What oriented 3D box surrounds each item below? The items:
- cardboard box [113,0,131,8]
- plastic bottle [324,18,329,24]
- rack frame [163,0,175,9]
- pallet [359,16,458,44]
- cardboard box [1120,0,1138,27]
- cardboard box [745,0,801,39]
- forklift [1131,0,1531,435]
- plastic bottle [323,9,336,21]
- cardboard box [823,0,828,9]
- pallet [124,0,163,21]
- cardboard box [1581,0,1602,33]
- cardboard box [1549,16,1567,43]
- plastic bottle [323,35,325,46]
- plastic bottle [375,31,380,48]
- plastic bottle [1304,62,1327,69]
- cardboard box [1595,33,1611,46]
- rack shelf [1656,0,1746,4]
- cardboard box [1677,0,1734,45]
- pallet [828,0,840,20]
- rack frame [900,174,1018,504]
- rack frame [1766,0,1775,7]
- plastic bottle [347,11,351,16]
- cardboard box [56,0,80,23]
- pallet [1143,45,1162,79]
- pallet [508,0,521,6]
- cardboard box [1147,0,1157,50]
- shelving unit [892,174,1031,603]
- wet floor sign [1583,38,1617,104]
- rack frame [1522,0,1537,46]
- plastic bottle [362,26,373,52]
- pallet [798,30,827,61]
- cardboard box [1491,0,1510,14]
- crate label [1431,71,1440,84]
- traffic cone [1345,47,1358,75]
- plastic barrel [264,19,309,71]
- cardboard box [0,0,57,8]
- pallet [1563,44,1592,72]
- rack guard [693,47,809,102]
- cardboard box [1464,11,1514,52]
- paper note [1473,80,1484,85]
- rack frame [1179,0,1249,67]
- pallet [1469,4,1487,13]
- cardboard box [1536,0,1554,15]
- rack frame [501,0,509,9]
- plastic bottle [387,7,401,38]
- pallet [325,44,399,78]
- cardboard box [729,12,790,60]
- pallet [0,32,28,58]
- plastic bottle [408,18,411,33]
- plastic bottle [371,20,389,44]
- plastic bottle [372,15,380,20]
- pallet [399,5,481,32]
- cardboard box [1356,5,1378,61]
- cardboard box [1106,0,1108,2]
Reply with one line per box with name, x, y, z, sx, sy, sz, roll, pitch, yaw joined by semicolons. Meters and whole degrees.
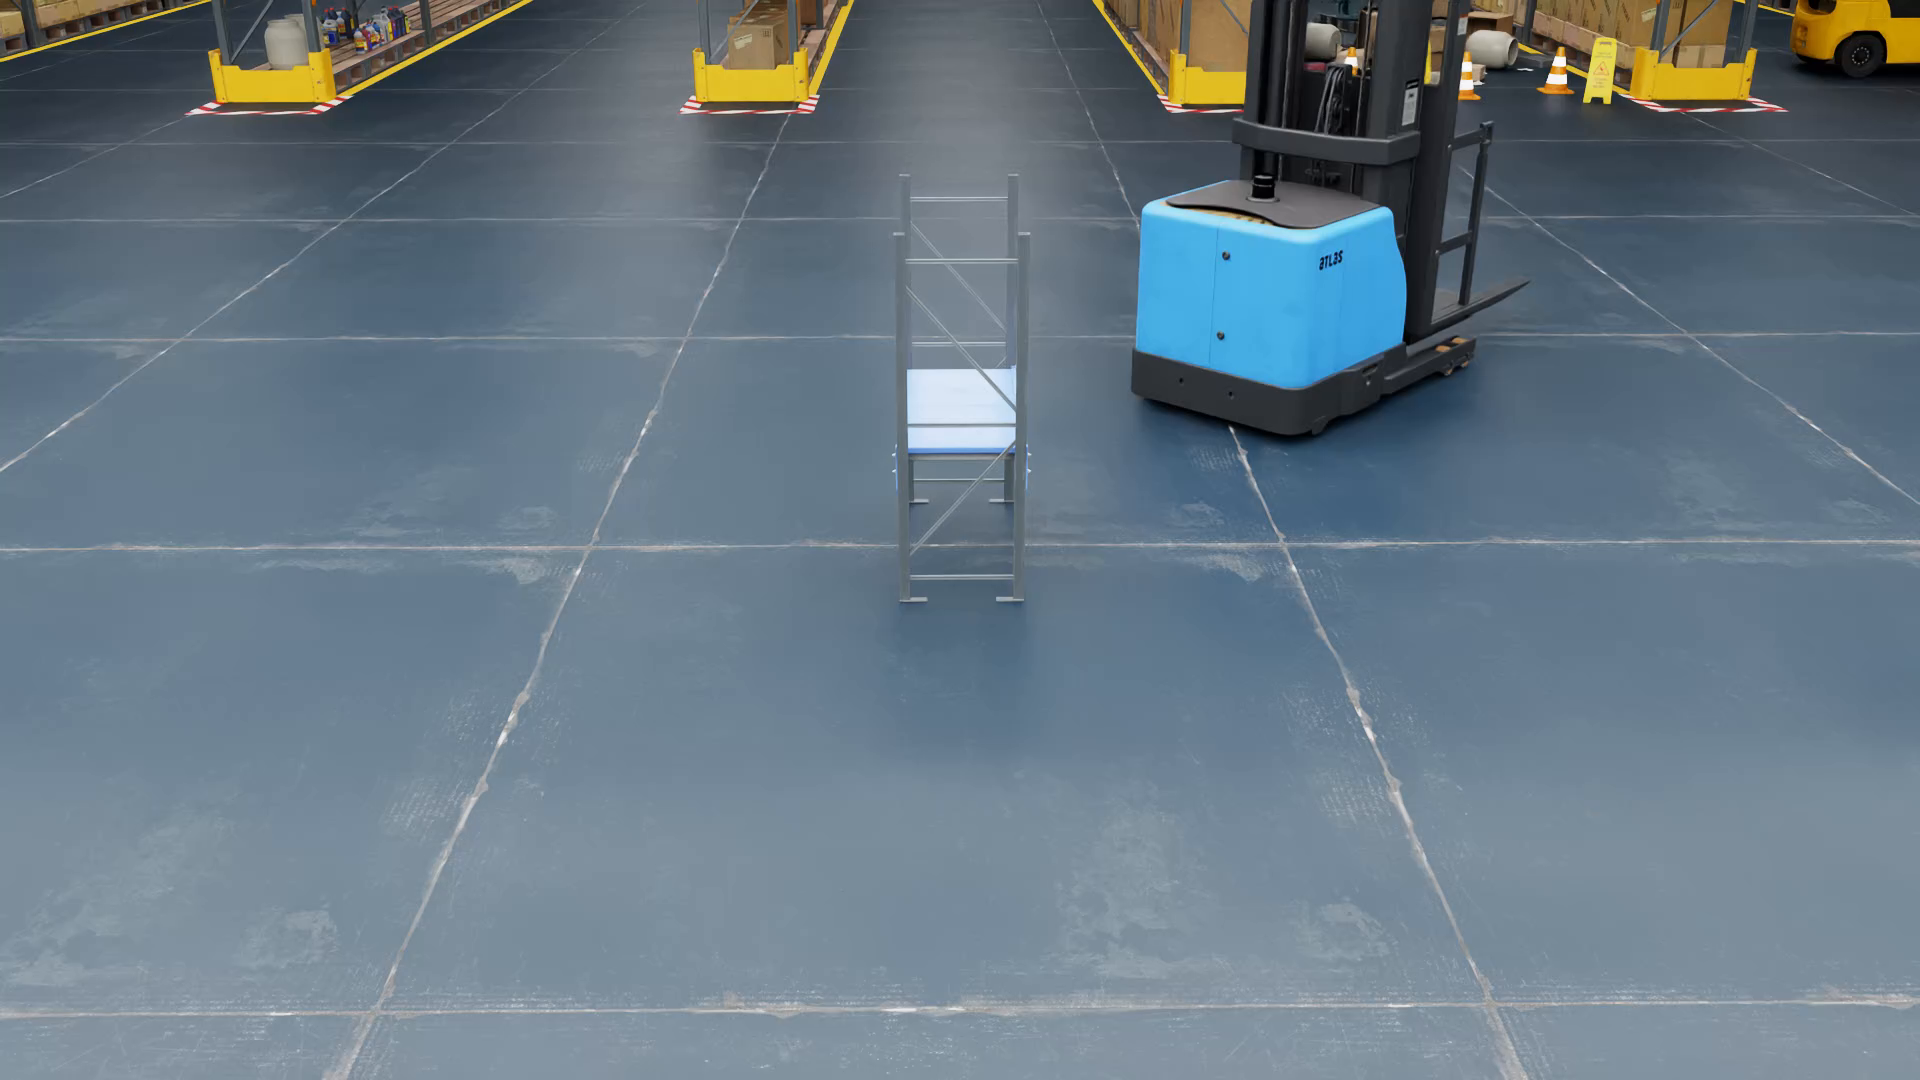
cardboard box;-11.915;-7.548;23.127;0.500;0.250;0.500;0;24;1
plastic bottle;-7.544;-6.102;19.879;0.097;0.271;0.097;0;24;0
rack frame;-12.176;-9.245;24.051;1.000;3.000;0.127;0;24;-1
pallet;-7.227;-6.670;21.742;1.003;0.211;1.213;0;24;-1
cardboard box;2.638;-7.042;21.401;1.050;0.750;0.750;0;24;-1
cardboard box;-2.248;-6.291;20.044;0.500;0.500;0.500;8;25;16
forklift;2.269;-2.378;8.950;1.130;2.935;3.031;20;31;38
plastic bottle;-7.583;-6.199;19.996;0.144;0.351;0.185;-1;24;-3
cardboard box;-2.211;-7.611;22.939;0.700;0.500;0.500;2;24;4
pallet;-12.206;-7.635;23.875;1.003;0.211;1.213;0;24;-1
cardboard box;7.449;-6.068;18.944;0.500;0.500;0.500;-1;24;-2
cardboard box;7.436;-6.159;20.054;0.500;0.250;0.500;1;24;2
plastic bottle;-7.446;-5.819;19.338;0.097;0.201;0.097;0;24;0
plastic bottle;-6.850;-5.867;19.443;0.097;0.201;0.097;0;24;0
plastic bottle;4.177;-5.546;19.438;0.283;0.061;0.133;-9;26;-19
cardboard box;7.451;-5.520;18.642;0.500;0.250;0.500;0;24;0
rack shelf;7.705;-6.532;18.927;1.077;0.370;4.000;0;24;-1
cardboard box;7.993;-5.660;18.041;0.500;0.500;0.500;-1;24;-2
pallet;-2.263;-7.696;24.009;1.003;0.211;1.213;0;24;-1
rack frame;-0.005;-0.858;7.326;0.500;1.500;0.032;0;24;-1
rack frame;12.603;-9.356;24.298;1.000;3.000;0.127;0;24;-1
plastic bottle;-7.477;-6.315;20.334;0.061;0.283;0.133;0;24;-1
cardboard box;-11.893;-6.913;21.723;0.500;0.250;0.500;0;24;1
pallet;2.681;-5.532;19.226;1.003;0.211;1.213;0;24;-1
pallet;-7.273;-8.320;25.390;1.003;0.211;1.213;0;24;-1
cardboard box;2.685;-6.213;19.416;0.875;0.875;0.875;0;24;0
shelving unit;0.001;-0.648;6.863;0.538;1.500;1.048;0;24;-1
wet floor sign;6.659;-4.880;17.258;0.267;0.644;0.232;8;26;18
rack frame;7.683;-7.684;20.600;1.000;3.000;0.127;0;24;-1
plastic bottle;-6.828;-5.774;19.139;0.061;0.283;0.133;0;24;0
pallet;-2.184;-6.093;20.465;1.003;0.211;1.213;0;24;-1
cardboard box;7.663;-7.191;22.188;0.950;0.372;0.625;1;24;3
crate label;5.255;-5.082;18.320;0.250;0.136;0.298;-14;28;-28
traffic cone;4.192;-5.042;17.836;0.336;0.463;0.334;0;24;-1
plastic barrel;-7.219;-5.298;17.833;0.421;0.512;0.421;0;24;0
cardboard box;-11.888;-6.962;21.150;0.500;0.311;0.500;0;24;0
pallet;7.742;-5.633;19.449;1.003;0.211;1.213;0;24;-1
rack guard;-2.184;-4.884;17.442;1.175;0.500;0.348;0;24;-1
cardboard box;6.334;-6.099;20.125;0.500;0.500;0.500;19;30;35
paper note;5.726;-5.064;18.409;0.148;0.019;0.142;-9;26;-19
rack frame;2.778;-5.972;16.815;1.000;3.000;0.127;0;24;-1
pallet;7.657;-7.239;22.999;1.003;0.211;1.213;0;24;-1
cardboard box;7.419;-6.720;20.386;0.500;0.500;0.500;1;24;2
rack frame;-7.223;-9.266;24.097;1.000;3.000;0.127;0;24;-1
plastic bottle;-6.882;-6.268;20.149;0.144;0.351;0.185;-1;24;-3
pallet;-7.197;-5.566;19.301;1.003;0.211;1.213;0;24;-1
cardboard box;-2.214;-5.548;18.400;0.500;0.500;0.500;6;25;13
pallet;-12.166;-5.998;20.257;1.003;0.211;1.213;0;24;-1
plastic bottle;-6.864;-6.395;20.611;0.097;0.201;0.097;0;24;0
plastic bottle;-6.881;-6.034;19.722;0.152;0.276;0.135;0;24;0
plastic bottle;-7.030;-6.223;20.140;0.152;0.276;0.135;0;24;-1
pallet;-7.243;-7.174;22.857;1.003;0.211;1.213;0;24;-1
cardboard box;5.157;-6.058;19.870;0.797;0.637;0.503;0;24;-1
cardboard box;2.607;-8.184;23.925;1.050;0.750;0.750;-1;24;-1
